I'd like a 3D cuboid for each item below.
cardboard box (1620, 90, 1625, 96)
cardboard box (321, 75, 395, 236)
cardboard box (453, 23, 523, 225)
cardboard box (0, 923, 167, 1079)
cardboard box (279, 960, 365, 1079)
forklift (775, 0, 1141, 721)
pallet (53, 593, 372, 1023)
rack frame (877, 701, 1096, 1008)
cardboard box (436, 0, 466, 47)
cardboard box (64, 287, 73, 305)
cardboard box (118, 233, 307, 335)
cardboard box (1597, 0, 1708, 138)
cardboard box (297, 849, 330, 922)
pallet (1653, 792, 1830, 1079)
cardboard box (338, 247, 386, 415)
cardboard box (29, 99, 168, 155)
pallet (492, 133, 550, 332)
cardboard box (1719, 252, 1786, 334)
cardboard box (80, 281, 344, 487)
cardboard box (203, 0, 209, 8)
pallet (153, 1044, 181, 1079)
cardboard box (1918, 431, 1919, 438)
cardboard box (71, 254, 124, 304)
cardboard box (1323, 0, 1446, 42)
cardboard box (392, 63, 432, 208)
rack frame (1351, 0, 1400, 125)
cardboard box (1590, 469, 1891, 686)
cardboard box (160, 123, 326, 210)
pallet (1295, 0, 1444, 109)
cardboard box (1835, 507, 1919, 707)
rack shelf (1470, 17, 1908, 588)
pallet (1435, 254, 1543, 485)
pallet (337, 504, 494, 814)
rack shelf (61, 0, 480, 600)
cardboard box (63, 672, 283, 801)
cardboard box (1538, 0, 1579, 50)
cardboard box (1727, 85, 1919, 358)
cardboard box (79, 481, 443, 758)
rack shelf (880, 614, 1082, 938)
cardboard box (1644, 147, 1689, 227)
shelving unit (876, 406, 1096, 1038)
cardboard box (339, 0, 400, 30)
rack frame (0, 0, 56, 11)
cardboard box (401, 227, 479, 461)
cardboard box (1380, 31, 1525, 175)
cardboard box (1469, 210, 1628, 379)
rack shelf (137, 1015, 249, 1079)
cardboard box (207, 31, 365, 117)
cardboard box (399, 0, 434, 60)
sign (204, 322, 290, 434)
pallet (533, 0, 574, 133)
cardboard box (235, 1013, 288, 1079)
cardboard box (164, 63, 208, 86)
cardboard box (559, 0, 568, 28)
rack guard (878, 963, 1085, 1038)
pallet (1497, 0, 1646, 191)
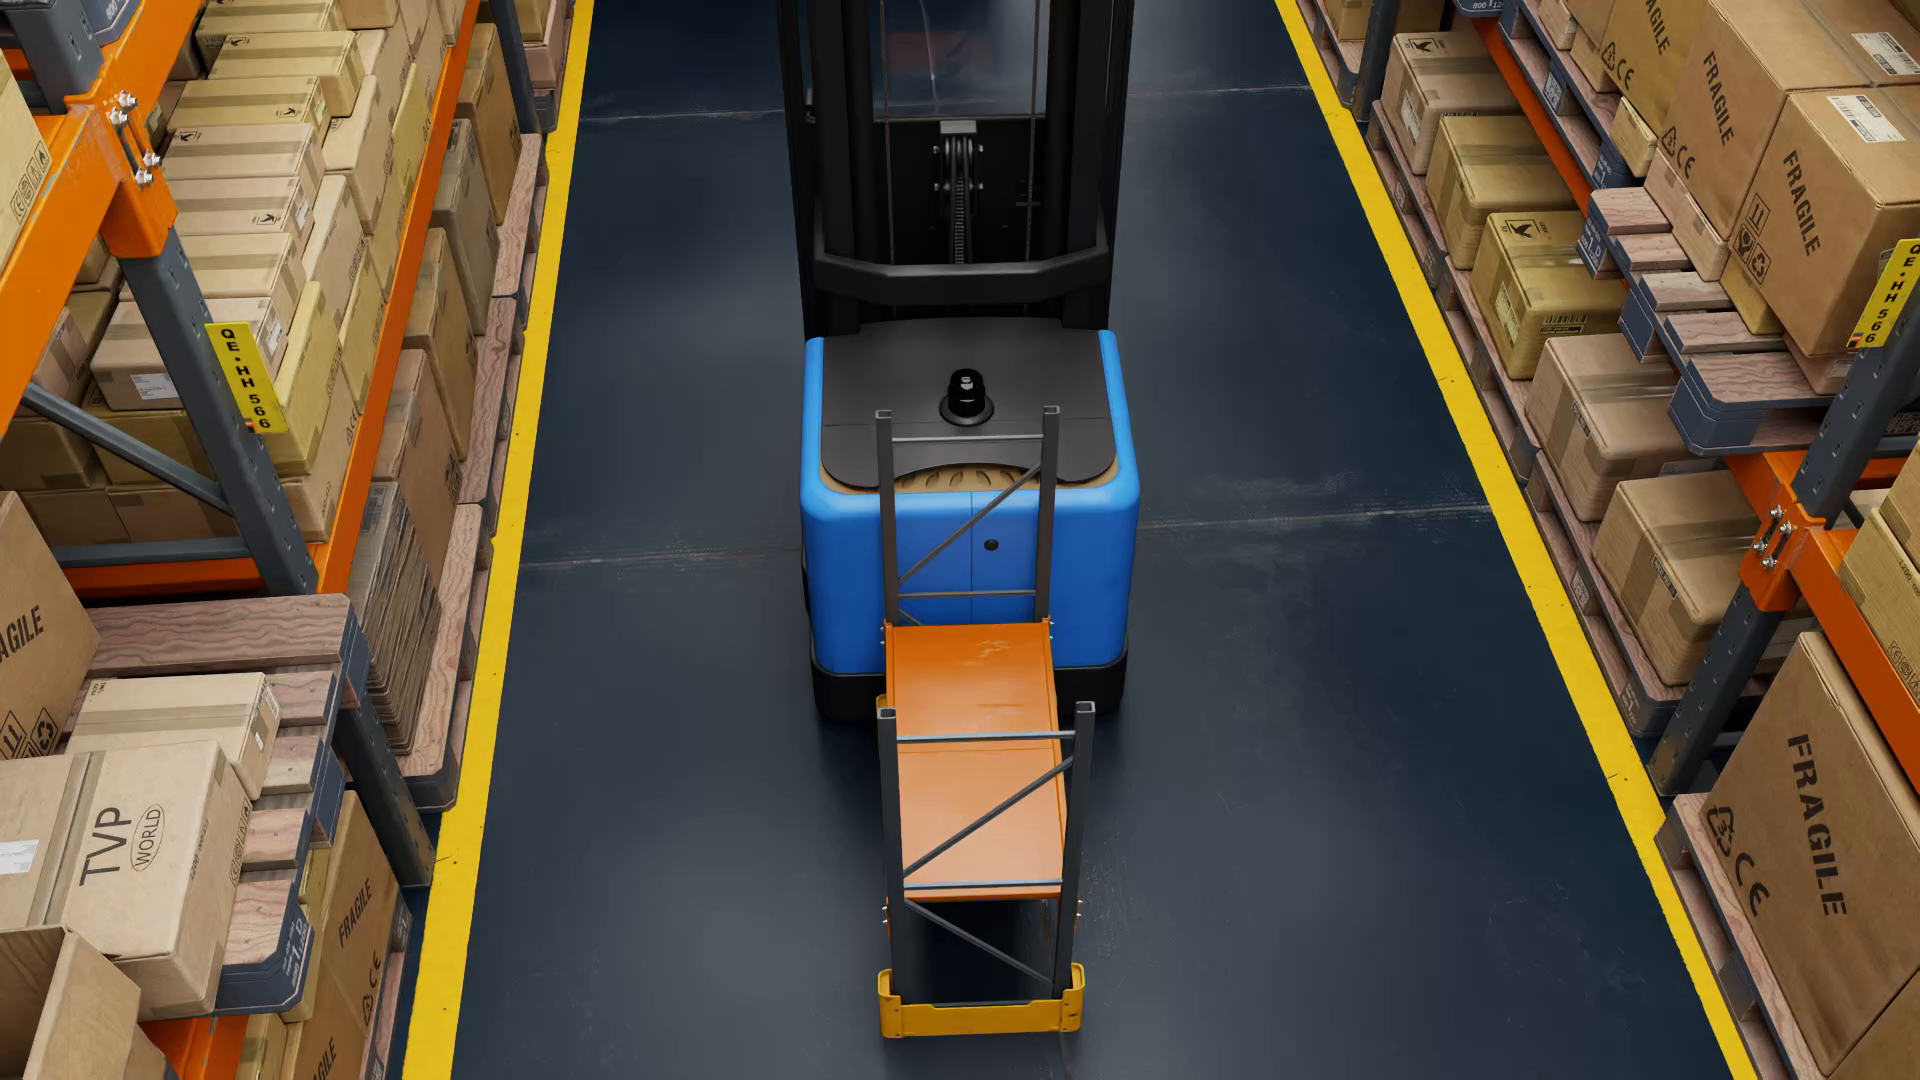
[{"bbox_3d":[2.415,-1.480,5.469,0.380,0.149,0.250,-3,47,-3],"label":"cardboard box"},{"bbox_3d":[-2.024,-1.153,5.035,0.500,0.250,0.500,-5,47,-4],"label":"cardboard box"},{"bbox_3d":[-2.443,-1.800,7.235,0.875,0.625,0.625,-2,47,-2],"label":"cardboard box"},{"bbox_3d":[-1.843,1.035,2.843,0.797,0.503,0.637,-4,47,-4],"label":"cardboard box"},{"bbox_3d":[-1.882,1.416,4.275,0.500,0.500,0.500,-4,47,-4],"label":"cardboard box"},{"bbox_3d":[-0.025,-1.461,5.615,1.130,2.935,3.031,-2,47,-2],"label":"forklift"},{"bbox_3d":[-2.037,0.597,3.750,1.213,0.211,1.003,-3,47,-3],"label":"pallet"},{"bbox_3d":[0.060,0.905,4.359,0.500,1.500,0.032,-2,47,-2],"label":"rack frame"},{"bbox_3d":[-2.148,-2.085,6.262,0.500,0.250,0.500,-4,47,-4],"label":"cardboard box"},{"bbox_3d":[-2.526,-0.618,4.254,0.380,0.149,0.250,-2,47,-2],"label":"cardboard box"},{"bbox_3d":[-1.920,-0.654,4.288,0.380,0.149,0.250,-3,47,-2],"label":"cardboard box"},{"bbox_3d":[2.370,-1.591,5.128,0.500,0.500,0.500,-6,47,-6],"label":"cardboard box"},{"bbox_3d":[-1.870,0.879,4.337,0.380,0.149,0.250,-6,47,-5],"label":"cardboard box"},{"bbox_3d":[2.773,1.275,4.897,1.003,0.211,1.213,-3,47,-3],"label":"pallet"},{"bbox_3d":[-1.994,-0.603,4.859,0.500,0.250,0.500,-4,47,-4],"label":"cardboard box"},{"bbox_3d":[-2.521,-1.176,4.782,0.380,0.149,0.250,-4,47,-4],"label":"cardboard box"},{"bbox_3d":[-2.398,-1.359,7.392,1.003,0.211,1.213,-3,47,-3],"label":"pallet"},{"bbox_3d":[2.426,-0.730,4.759,0.380,0.149,0.250,-3,47,-3],"label":"cardboard box"},{"bbox_3d":[-1.932,-0.413,4.334,0.500,0.250,0.500,-4,47,-3],"label":"cardboard box"},{"bbox_3d":[-2.601,-1.733,5.310,0.380,0.149,0.250,-3,47,-3],"label":"cardboard box"},{"bbox_3d":[-1.996,1.518,2.879,1.003,0.211,1.213,-3,47,-3],"label":"pallet"},{"bbox_3d":[2.580,-0.266,3.678,0.500,0.500,0.500,-5,47,-5],"label":"cardboard box"},{"bbox_3d":[-2.523,-0.753,4.656,0.500,0.250,0.500,-3,47,-3],"label":"cardboard box"},{"bbox_3d":[2.130,-2.764,8.406,0.500,0.250,0.500,-2,47,-1],"label":"cardboard box"},{"bbox_3d":[-2.086,-1.351,5.567,0.500,0.250,0.500,-2,47,-2],"label":"cardboard box"},{"bbox_3d":[2.448,-3.153,7.170,1.000,3.000,0.127,-3,47,-3],"label":"rack frame"},{"bbox_3d":[2.745,0.091,5.619,0.950,0.372,0.625,-6,47,-6],"label":"cardboard box"},{"bbox_3d":[-2.002,-1.026,4.641,0.380,0.149,0.250,-3,47,-3],"label":"cardboard box"},{"bbox_3d":[2.356,-2.678,8.641,1.003,0.211,1.213,-3,47,-3],"label":"pallet"},{"bbox_3d":[2.573,0.162,4.134,0.500,0.250,0.500,-4,47,-4],"label":"cardboard box"},{"bbox_3d":[2.615,-1.459,6.061,1.077,0.370,4.000,-3,47,-3],"label":"rack shelf"},{"bbox_3d":[2.620,-0.746,6.811,1.003,0.211,1.213,-3,47,-3],"label":"pallet"},{"bbox_3d":[-2.193,0.406,5.720,1.003,0.211,1.213,-3,47,-3],"label":"pallet"},{"bbox_3d":[-2.331,-1.154,5.773,1.077,0.370,4.000,-3,47,-3],"label":"rack shelf"},{"bbox_3d":[-1.726,0.439,3.652,0.380,0.149,0.250,-3,47,-3],"label":"cardboard box"},{"bbox_3d":[2.260,-1.847,5.818,0.380,0.149,0.250,-2,47,-2],"label":"cardboard box"},{"bbox_3d":[2.467,-0.852,4.428,0.500,0.500,0.500,-5,47,-4],"label":"cardboard box"},{"bbox_3d":[-2.202,0.265,5.279,0.875,0.625,0.625,-2,47,-2],"label":"cardboard box"},{"bbox_3d":[0.041,0.660,4.839,0.538,0.185,1.000,-2,47,-2],"label":"rack shelf"},{"bbox_3d":[2.347,-1.092,5.102,0.380,0.149,0.250,-5,47,-5],"label":"cardboard box"},{"bbox_3d":[0.041,0.543,4.703,0.587,1.500,1.083,-2,47,-2],"label":"shelving unit"},{"bbox_3d":[-2.013,-1.763,5.338,0.380,0.149,0.250,-5,47,-4],"label":"cardboard box"},{"bbox_3d":[-2.163,-2.018,1.963,1.000,3.000,0.127,-3,47,-3],"label":"rack frame"},{"bbox_3d":[-2.321,-0.694,6.188,0.875,0.625,0.625,-5,47,-5],"label":"cardboard box"},{"bbox_3d":[2.494,-2.015,7.613,0.950,0.372,0.625,-3,47,-3],"label":"cardboard box"},{"bbox_3d":[2.618,-0.992,6.644,0.950,0.372,0.625,-2,47,-2],"label":"cardboard box"},{"bbox_3d":[-1.996,1.740,3.032,1.077,0.370,4.000,-3,47,-3],"label":"rack shelf"},{"bbox_3d":[-2.015,-1.394,4.989,0.380,0.149,0.250,-3,47,-2],"label":"cardboard box"},{"bbox_3d":[-2.115,-1.887,5.731,0.500,0.250,0.500,-3,47,-3],"label":"cardboard box"},{"bbox_3d":[-1.623,-0.365,3.787,0.100,0.325,0.005,-3,47,-3],"label":"sign"},{"bbox_3d":[-2.523,-2.468,8.442,1.003,0.211,1.213,-3,47,-3],"label":"pallet"},{"bbox_3d":[-1.838,1.268,3.969,0.380,0.149,0.250,-5,47,-5],"label":"cardboard box"},{"bbox_3d":[-2.596,-1.480,5.345,0.500,0.250,0.500,-4,47,-4],"label":"cardboard box"},{"bbox_3d":[-2.267,-2.784,8.426,0.500,0.250,0.500,-4,47,-4],"label":"cardboard box"},{"bbox_3d":[0.060,1.334,4.814,0.587,0.250,0.087,-2,47,-2],"label":"rack guard"},{"bbox_3d":[2.576,-1.623,5.853,1.003,0.211,1.213,-3,47,-3],"label":"pallet"}]
